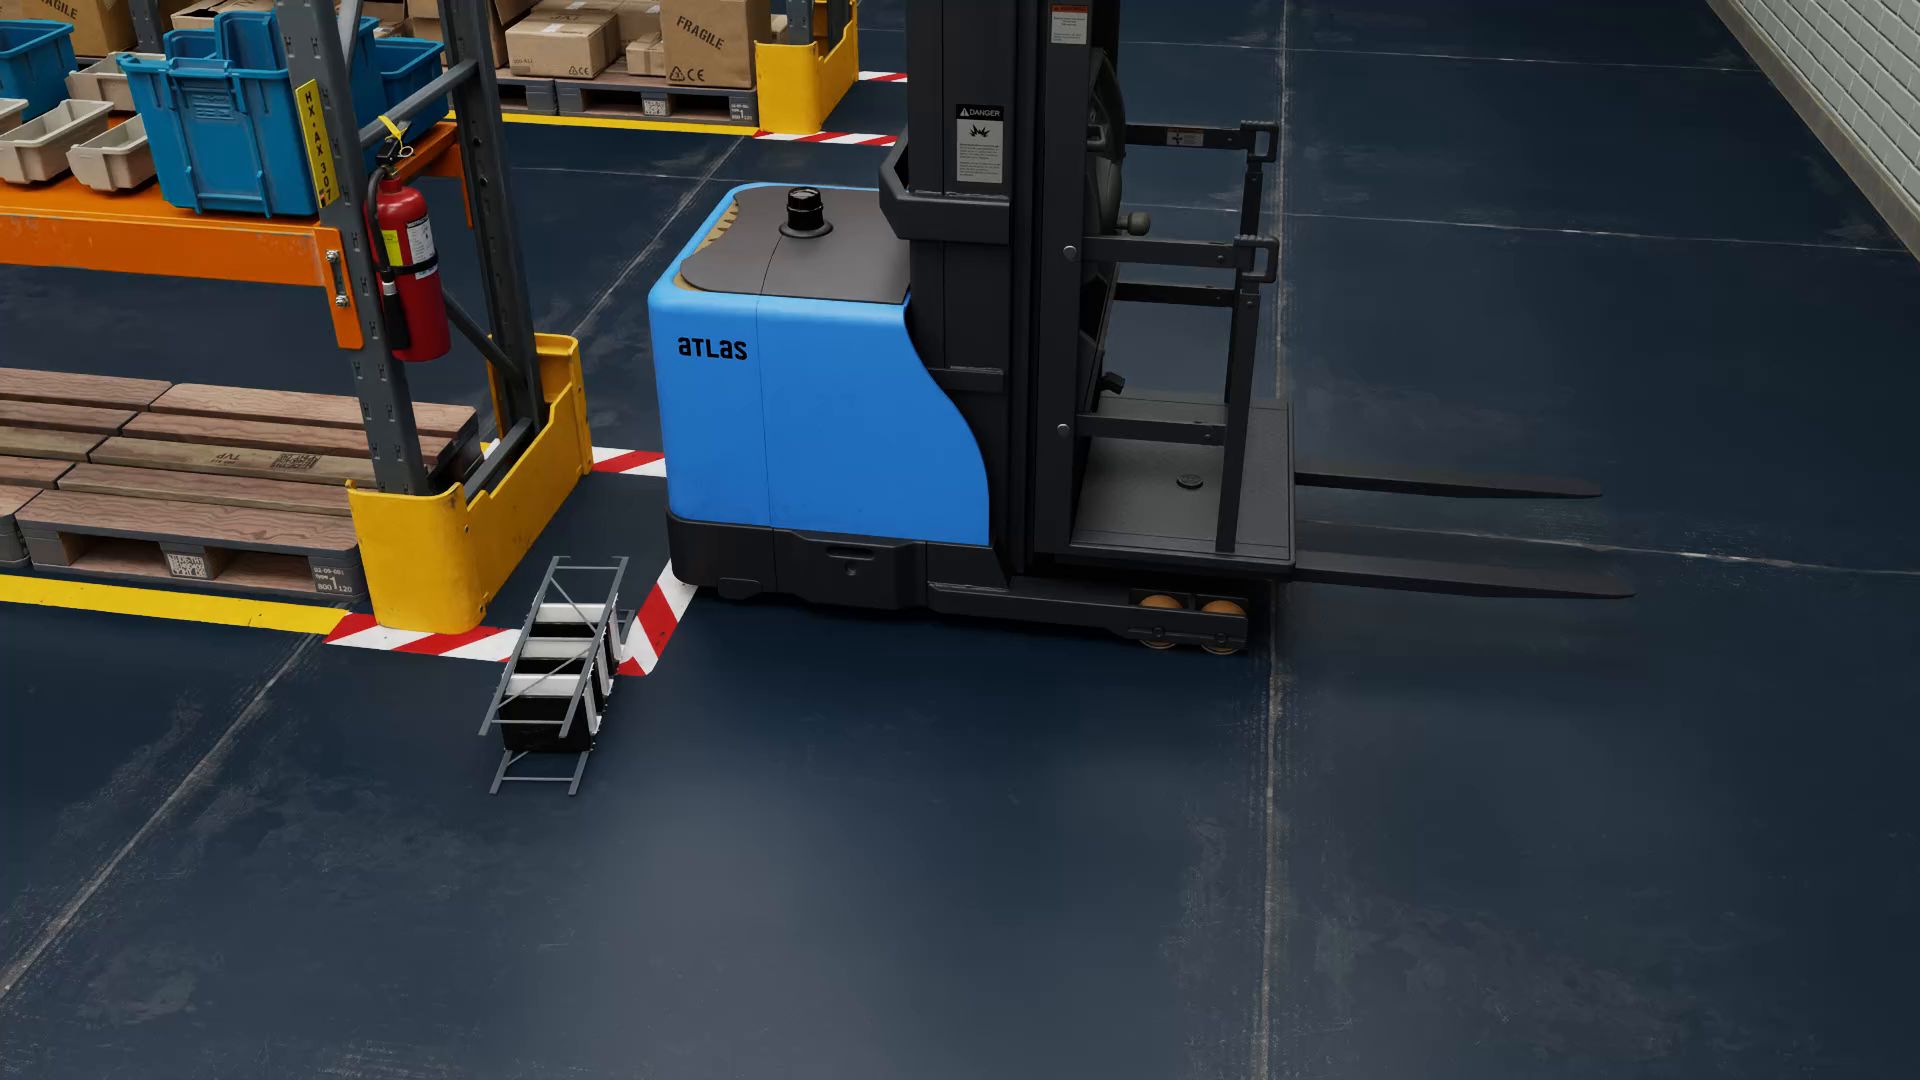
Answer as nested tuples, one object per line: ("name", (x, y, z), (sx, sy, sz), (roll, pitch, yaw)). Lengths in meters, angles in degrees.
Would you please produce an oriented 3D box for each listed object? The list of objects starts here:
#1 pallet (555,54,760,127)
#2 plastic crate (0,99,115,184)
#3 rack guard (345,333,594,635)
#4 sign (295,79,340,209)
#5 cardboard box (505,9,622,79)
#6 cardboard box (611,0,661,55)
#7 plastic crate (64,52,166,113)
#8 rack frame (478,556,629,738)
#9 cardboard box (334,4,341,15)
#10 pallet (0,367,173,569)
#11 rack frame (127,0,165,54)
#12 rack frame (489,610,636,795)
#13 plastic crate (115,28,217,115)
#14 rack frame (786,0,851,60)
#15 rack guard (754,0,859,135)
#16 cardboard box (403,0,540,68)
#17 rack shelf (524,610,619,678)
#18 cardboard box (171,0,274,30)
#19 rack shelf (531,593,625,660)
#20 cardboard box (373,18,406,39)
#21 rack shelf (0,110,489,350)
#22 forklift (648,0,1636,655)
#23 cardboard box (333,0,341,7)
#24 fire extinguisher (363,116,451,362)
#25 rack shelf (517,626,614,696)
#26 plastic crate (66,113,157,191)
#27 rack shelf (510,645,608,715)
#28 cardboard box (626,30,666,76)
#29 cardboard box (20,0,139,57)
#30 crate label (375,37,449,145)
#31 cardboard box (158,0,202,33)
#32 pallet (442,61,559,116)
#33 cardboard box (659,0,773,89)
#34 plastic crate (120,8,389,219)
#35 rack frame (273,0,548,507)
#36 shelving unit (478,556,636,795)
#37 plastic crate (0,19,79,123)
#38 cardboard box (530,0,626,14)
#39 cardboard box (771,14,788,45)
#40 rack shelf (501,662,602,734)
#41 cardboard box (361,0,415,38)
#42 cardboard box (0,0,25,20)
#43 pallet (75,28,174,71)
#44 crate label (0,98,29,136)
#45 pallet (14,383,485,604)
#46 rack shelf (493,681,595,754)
("pallet", (-1.671, -2.768, 9.973), (1.213, 0.211, 1.003), (5, 32, 8))
("plastic crate", (-2.765, -1.207, 5.044), (0.243, 0.136, 0.396), (5, 32, 8))
("rack guard", (-1.621, -0.227, 5.642), (0.348, 0.500, 1.175), (5, 32, 8))
("sign", (-1.724, -1.062, 4.466), (0.005, 0.325, 0.100), (5, 32, 8))
("cardboard box", (-2.319, -2.914, 9.755), (0.500, 0.250, 0.500), (5, 32, 8))
("cardboard box", (-1.791, -3.135, 10.108), (0.500, 0.250, 0.500), (5, 32, 8))
("plastic crate", (-2.806, -1.522, 5.547), (0.298, 0.136, 0.250), (5, 32, 8))
("rack frame", (-1.177, 0.293, 4.887), (0.240, 0.006, 0.900), (1, 32, 1))
("cardboard box", (-3.764, -3.303, 10.472), (0.250, 0.149, 0.380), (5, 32, 8))
("pallet", (-3.653, -0.304, 6.037), (1.213, 0.211, 1.003), (5, 32, 8))
("rack frame", (-4.753, -4.229, 9.680), (0.127, 3.000, 1.000), (5, 32, 8))
("rack frame", (-1.177, 0.466, 4.995), (0.240, 0.006, 0.900), (1, 32, 1))
("plastic crate", (-2.484, -1.490, 5.404), (0.300, 0.233, 0.416), (5, 32, 8))
("rack frame", (-0.810, -3.872, 9.109), (0.127, 3.000, 1.000), (5, 32, 8))
("rack guard", (-0.885, -2.820, 9.784), (0.348, 0.500, 1.175), (5, 32, 8))
("cardboard box", (-2.900, -3.193, 9.962), (0.637, 0.503, 0.797), (5, 32, 8))
("rack shelf", (-1.175, 0.314, 5.045), (0.258, 0.200, 0.077), (1, 32, 1))
("cardboard box", (-4.376, -3.126, 10.036), (0.500, 0.311, 0.500), (5, 32, 8))
("rack shelf", (-1.173, 0.266, 5.122), (0.258, 0.200, 0.077), (1, 32, 1))
("cardboard box", (-3.521, -2.992, 9.959), (0.250, 0.166, 0.380), (5, 32, 8))
("rack shelf", (-3.619, -1.156, 5.447), (4.000, 0.370, 1.077), (5, 32, 8))
("forklift", (0.618, -1.189, 4.888), (3.031, 2.935, 1.130), (5, 32, 8))
("cardboard box", (-4.144, -3.454, 10.382), (0.500, 0.500, 0.500), (5, 32, 8))
("fire extinguisher", (-1.575, -0.840, 4.689), (0.183, 0.674, 0.296), (5, 32, 8))
("rack shelf", (-1.176, 0.362, 4.969), (0.258, 0.200, 0.077), (1, 32, 1))
("plastic crate", (-2.482, -1.174, 4.990), (0.243, 0.136, 0.396), (5, 32, 8))
("rack shelf", (-1.178, 0.410, 4.893), (0.258, 0.200, 0.077), (1, 32, 1))
("cardboard box", (-1.772, -2.861, 9.749), (0.250, 0.166, 0.380), (5, 32, 8))
("cardboard box", (-5.288, -3.251, 10.057), (0.500, 0.500, 0.500), (5, 32, 8))
("crate label", (-1.835, -1.431, 5.310), (0.303, 0.233, 0.416), (5, 32, 8))
("cardboard box", (-5.189, -3.527, 10.499), (0.500, 0.500, 0.500), (4, 32, 6))
("pallet", (-2.870, -2.878, 10.149), (1.213, 0.211, 1.003), (5, 32, 8))
("cardboard box", (-1.388, -2.919, 9.528), (0.500, 0.500, 0.500), (5, 32, 8))
("plastic crate", (-2.009, -1.255, 4.838), (0.499, 0.435, 0.616), (5, 32, 8))
("rack frame", (-1.647, -1.282, 4.971), (0.127, 3.000, 1.000), (5, 32, 8))
("shelving unit", (-1.177, 0.379, 4.941), (0.258, 0.210, 0.900), (1, 32, 1))
("plastic crate", (-3.133, -1.548, 5.498), (0.300, 0.233, 0.416), (5, 32, 8))
("cardboard box", (-2.284, -3.180, 10.179), (0.500, 0.250, 0.500), (5, 32, 8))
("cardboard box", (-1.165, -3.068, 10.096), (0.250, 0.149, 0.380), (5, 32, 8))
("rack shelf", (-1.180, 0.457, 4.817), (0.258, 0.200, 0.077), (1, 32, 1))
("cardboard box", (-3.405, -3.307, 10.325), (0.500, 0.311, 0.500), (5, 32, 8))
("cardboard box", (-5.774, -3.299, 10.135), (0.500, 0.500, 0.500), (5, 32, 8))
("pallet", (-5.561, -3.100, 10.504), (1.213, 0.211, 1.003), (5, 32, 8))
("crate label", (-3.044, -1.219, 5.063), (0.243, 0.136, 0.396), (5, 32, 8))
("pallet", (-2.454, -0.194, 5.861), (1.213, 0.211, 1.003), (5, 32, 8))
("rack shelf", (-1.182, 0.505, 4.740), (0.258, 0.200, 0.077), (1, 32, 1))
